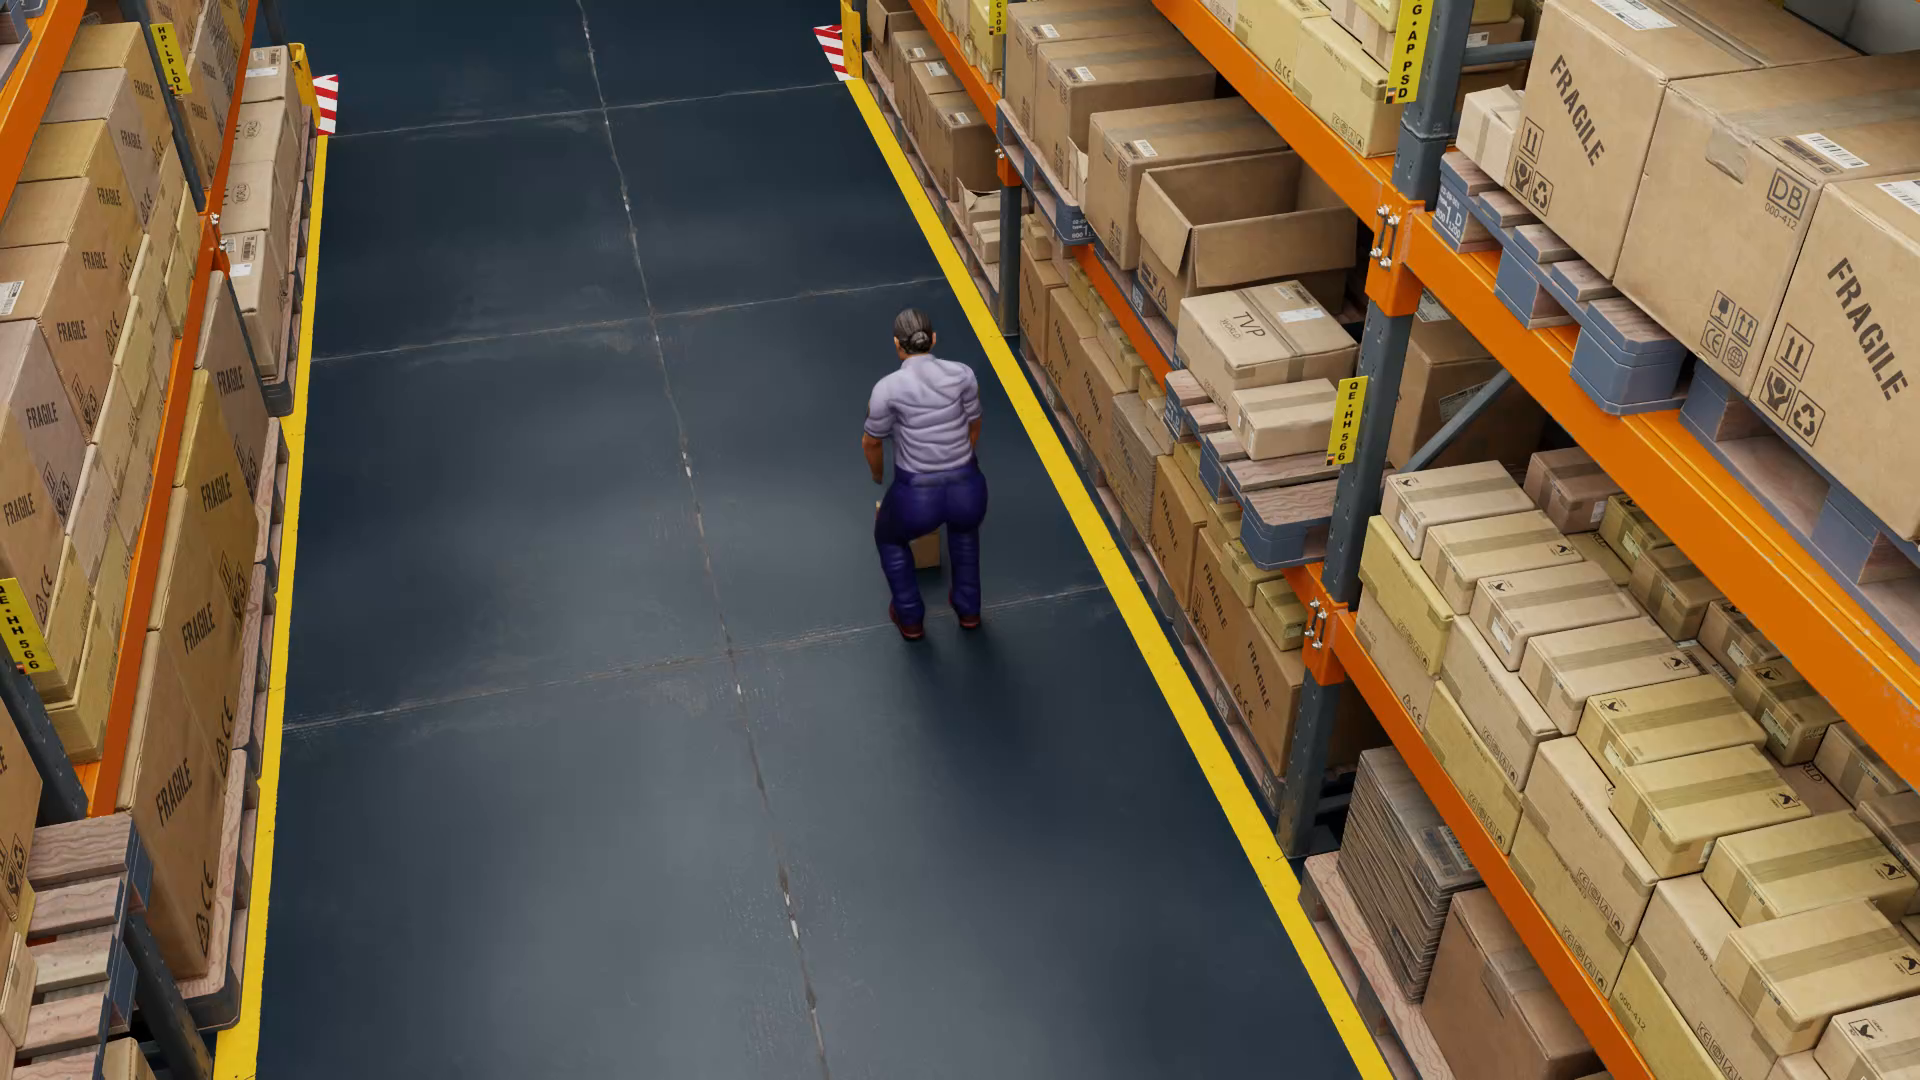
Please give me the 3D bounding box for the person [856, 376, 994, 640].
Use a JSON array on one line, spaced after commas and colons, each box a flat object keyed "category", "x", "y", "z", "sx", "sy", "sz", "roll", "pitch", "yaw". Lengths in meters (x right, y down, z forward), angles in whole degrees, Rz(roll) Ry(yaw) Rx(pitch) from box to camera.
[{"category": "person", "x": -0.159, "y": -0.110, "z": 7.342, "sx": 0.534, "sy": 1.060, "sz": 0.785, "roll": -10, "pitch": 39, "yaw": -12}]
